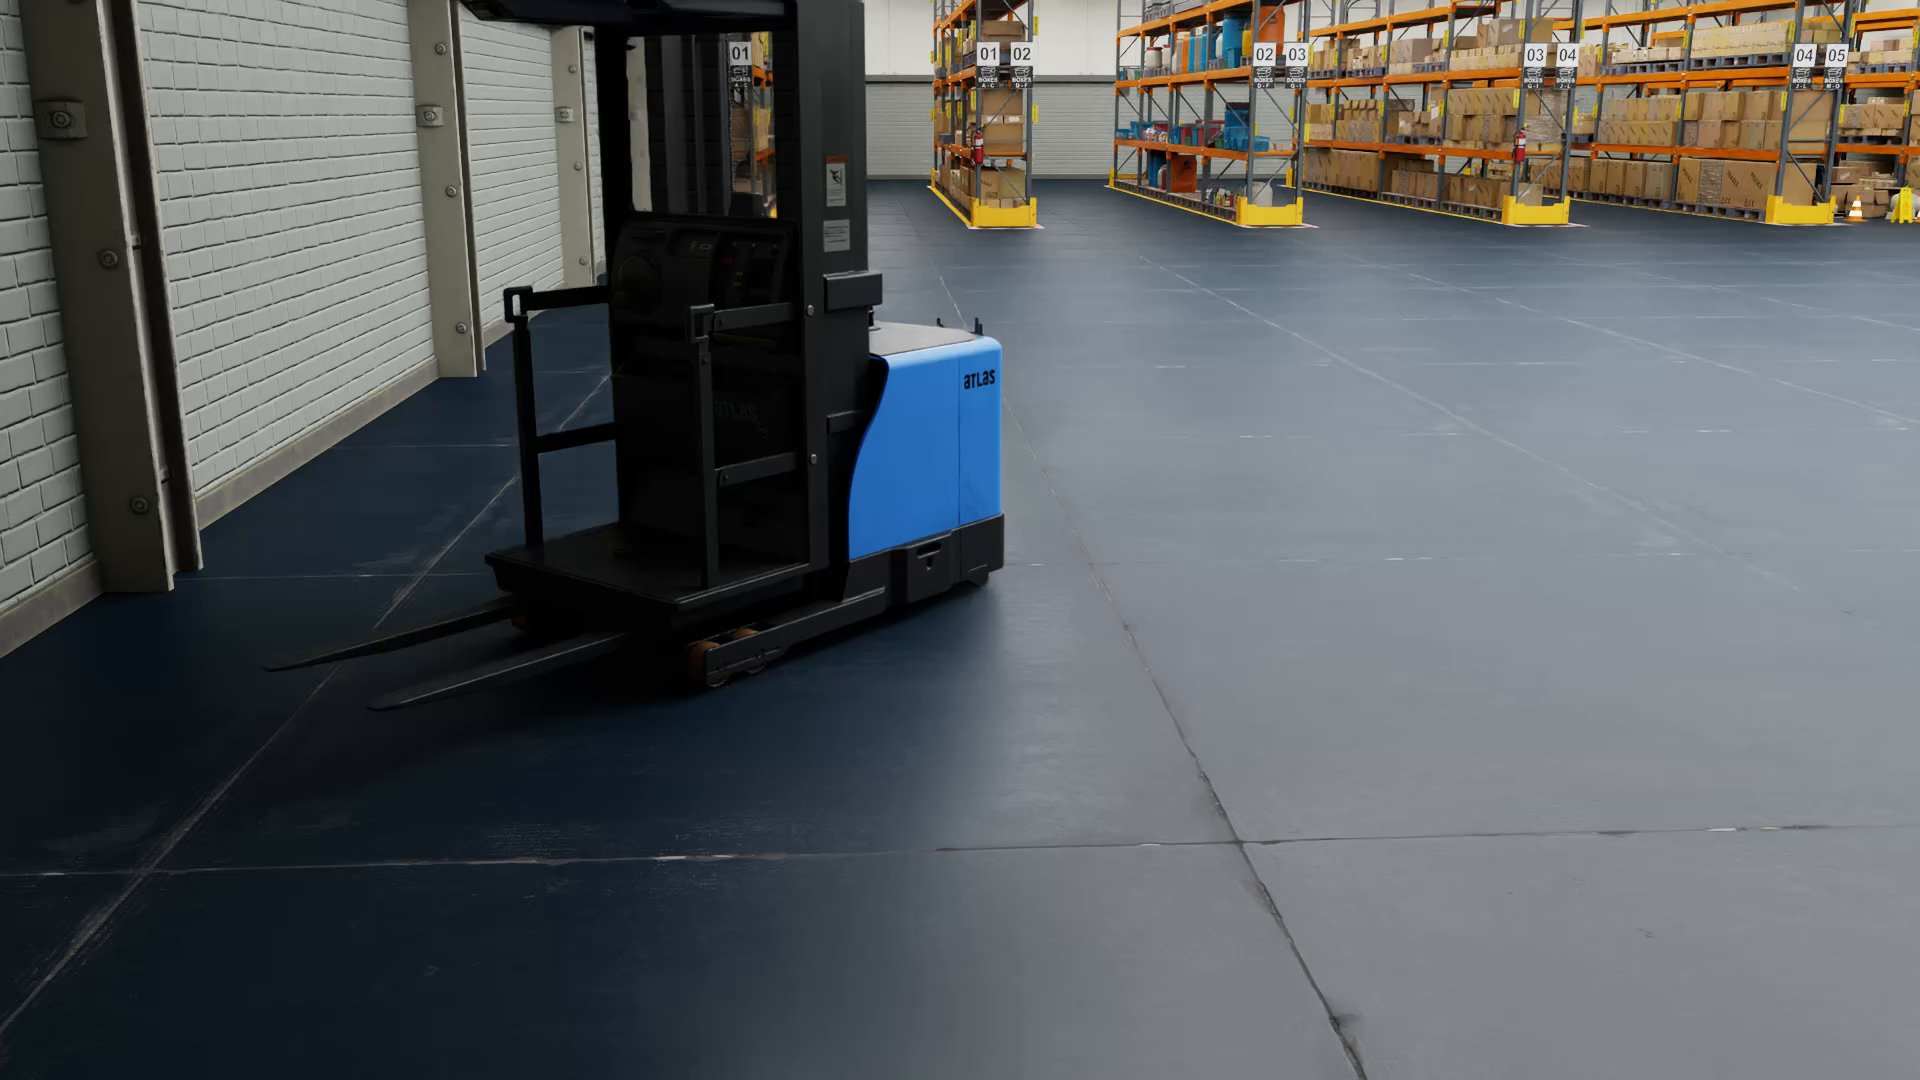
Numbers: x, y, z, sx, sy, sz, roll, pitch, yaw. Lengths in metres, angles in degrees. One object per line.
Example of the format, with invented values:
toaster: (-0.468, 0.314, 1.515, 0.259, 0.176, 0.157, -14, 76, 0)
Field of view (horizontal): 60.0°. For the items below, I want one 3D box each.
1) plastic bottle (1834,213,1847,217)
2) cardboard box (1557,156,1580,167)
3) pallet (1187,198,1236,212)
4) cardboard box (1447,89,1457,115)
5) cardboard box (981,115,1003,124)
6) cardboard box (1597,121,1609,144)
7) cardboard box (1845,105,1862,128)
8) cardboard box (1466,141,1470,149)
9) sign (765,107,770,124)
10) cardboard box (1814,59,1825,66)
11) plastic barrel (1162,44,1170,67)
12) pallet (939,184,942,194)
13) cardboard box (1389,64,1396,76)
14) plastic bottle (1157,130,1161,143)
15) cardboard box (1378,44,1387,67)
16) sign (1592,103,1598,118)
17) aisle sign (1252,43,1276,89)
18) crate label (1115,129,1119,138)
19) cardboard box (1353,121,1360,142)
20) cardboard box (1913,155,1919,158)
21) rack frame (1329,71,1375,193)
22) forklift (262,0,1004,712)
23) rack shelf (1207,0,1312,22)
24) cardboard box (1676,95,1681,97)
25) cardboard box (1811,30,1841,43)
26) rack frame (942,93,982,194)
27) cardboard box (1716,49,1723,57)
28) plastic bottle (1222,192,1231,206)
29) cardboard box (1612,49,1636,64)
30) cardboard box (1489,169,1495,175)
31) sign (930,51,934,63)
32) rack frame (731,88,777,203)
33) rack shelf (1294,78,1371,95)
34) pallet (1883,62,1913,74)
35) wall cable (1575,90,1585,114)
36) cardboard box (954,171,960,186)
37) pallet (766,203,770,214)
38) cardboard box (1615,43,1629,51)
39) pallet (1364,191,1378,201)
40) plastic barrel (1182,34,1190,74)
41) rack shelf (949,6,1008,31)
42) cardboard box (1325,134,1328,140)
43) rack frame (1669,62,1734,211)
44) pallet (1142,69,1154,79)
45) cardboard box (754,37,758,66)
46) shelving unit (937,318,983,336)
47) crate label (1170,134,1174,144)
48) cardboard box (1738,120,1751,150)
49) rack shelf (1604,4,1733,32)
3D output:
plastic bottle: (17.376, -6.430, 32.894, 0.133, 0.061, 0.283, -6, 16, -23)
cardboard box: (14.774, -9.132, 40.167, 0.500, 0.250, 0.500, -1, 14, -2)
pallet: (5.397, -7.079, 35.117, 1.003, 0.211, 1.213, -1, 14, -3)
cardboard box: (10.202, -8.872, 33.686, 0.500, 0.500, 0.500, -1, 14, -3)
cardboard box: (0.574, -7.619, 30.118, 0.380, 0.149, 0.250, -1, 14, -4)
cardboard box: (14.895, -9.290, 37.914, 0.500, 0.500, 0.500, -1, 14, -3)
cardboard box: (19.970, -9.354, 36.720, 0.500, 0.500, 0.500, -1, 14, -6)
cardboard box: (10.243, -7.821, 32.909, 0.380, 0.149, 0.250, -1, 14, -3)
sign: (-3.863, -8.512, 33.351, 0.100, 0.325, 0.005, -1, 14, -3)
cardboard box: (19.897, -11.257, 38.687, 0.797, 0.503, 0.637, -2, 15, -7)
plastic barrel: (4.976, -11.390, 39.141, 0.433, 0.535, 0.433, 0, 14, 0)
pallet: (0.003, -8.969, 42.463, 1.003, 0.211, 1.213, -1, 14, -3)
cardboard box: (9.955, -10.566, 37.352, 0.500, 0.250, 0.500, -1, 14, -2)
plastic bottle: (4.715, -9.552, 39.364, 0.061, 0.283, 0.133, -1, 14, -3)
cardboard box: (10.070, -11.163, 38.323, 0.797, 0.503, 0.637, 0, 14, 0)
sign: (14.595, -9.869, 38.200, 0.100, 0.325, 0.005, -1, 14, -3)
aisle sign: (5.440, -8.477, 29.735, 0.394, 0.787, 0.004, -1, 14, -3)
crate label: (4.427, -11.101, 45.367, 0.416, 0.233, 0.303, -1, 14, -3)
cardboard box: (9.811, -9.853, 40.102, 0.500, 0.500, 0.500, -1, 14, -2)
cardboard box: (24.597, -9.825, 42.469, 0.380, 0.149, 0.250, -2, 15, -6)
rack frame: (9.932, -10.301, 42.043, 1.000, 3.000, 0.127, -1, 14, -3)
forklift: (-1.114, -1.029, 6.143, 1.130, 2.935, 3.031, 11, 18, 37)
rack shelf: (5.608, -10.101, 31.472, 1.077, 0.370, 4.000, -1, 14, -3)
cardboard box: (19.375, -11.817, 44.425, 0.380, 0.149, 0.250, -1, 14, -5)
cardboard box: (15.858, -9.268, 30.669, 0.500, 0.250, 0.500, -1, 14, -4)
rack frame: (0.044, -10.149, 41.452, 1.000, 3.000, 0.127, -1, 14, -3)
cardboard box: (15.132, -9.597, 32.747, 0.380, 0.149, 0.250, -1, 14, -4)
plastic bottle: (5.192, -6.647, 32.425, 0.152, 0.276, 0.135, -1, 14, -3)
cardboard box: (14.962, -10.836, 37.236, 0.500, 0.311, 0.500, -1, 14, -3)
cardboard box: (14.500, -9.921, 44.849, 0.380, 0.149, 0.250, -2, 15, -6)
sign: (-0.745, -13.011, 44.803, 0.100, 0.325, 0.005, -1, 14, -3)
rack frame: (-4.652, -9.077, 37.285, 1.000, 3.000, 0.127, -1, 14, -3)
rack shelf: (9.808, -11.903, 43.692, 1.077, 0.370, 4.000, -1, 14, -3)
pallet: (20.387, -9.981, 35.157, 1.213, 0.211, 1.003, -1, 14, -3)
wall cable: (19.202, -13.358, 51.822, 0.585, 1.953, 0.123, -1, 14, -3)
cardboard box: (0.134, -7.778, 35.785, 0.500, 0.311, 0.500, -1, 14, -4)
pallet: (-4.327, -6.565, 33.119, 1.003, 0.211, 1.213, -1, 14, -3)
cardboard box: (15.355, -11.463, 38.801, 0.396, 0.266, 0.258, -1, 14, -3)
pallet: (10.206, -8.153, 39.291, 1.003, 0.211, 1.213, -1, 14, -3)
plastic barrel: (5.111, -10.520, 36.013, 0.600, 0.830, 0.708, -1, 14, -3)
rack shelf: (0.416, -11.020, 35.044, 1.077, 0.370, 4.000, -1, 14, -3)
cardboard box: (9.570, -10.314, 42.599, 0.380, 0.149, 0.250, -1, 14, -2)
rack frame: (15.384, -8.363, 34.510, 1.000, 3.000, 0.127, -1, 14, -3)
pallet: (5.134, -11.392, 40.644, 1.213, 0.211, 1.003, -1, 14, -3)
cardboard box: (-3.925, -8.819, 30.023, 0.500, 0.500, 0.500, 0, 14, 0)
shelving unit: (-0.003, -0.522, 7.947, 0.215, 1.050, 0.252, -1, 14, -3)
crate label: (4.888, -9.038, 37.470, 0.303, 0.233, 0.416, -1, 14, -3)
cardboard box: (15.599, -7.810, 32.060, 0.875, 0.550, 0.550, -1, 14, -3)
rack shelf: (15.260, -11.224, 35.835, 1.077, 0.370, 4.000, -1, 14, -3)
